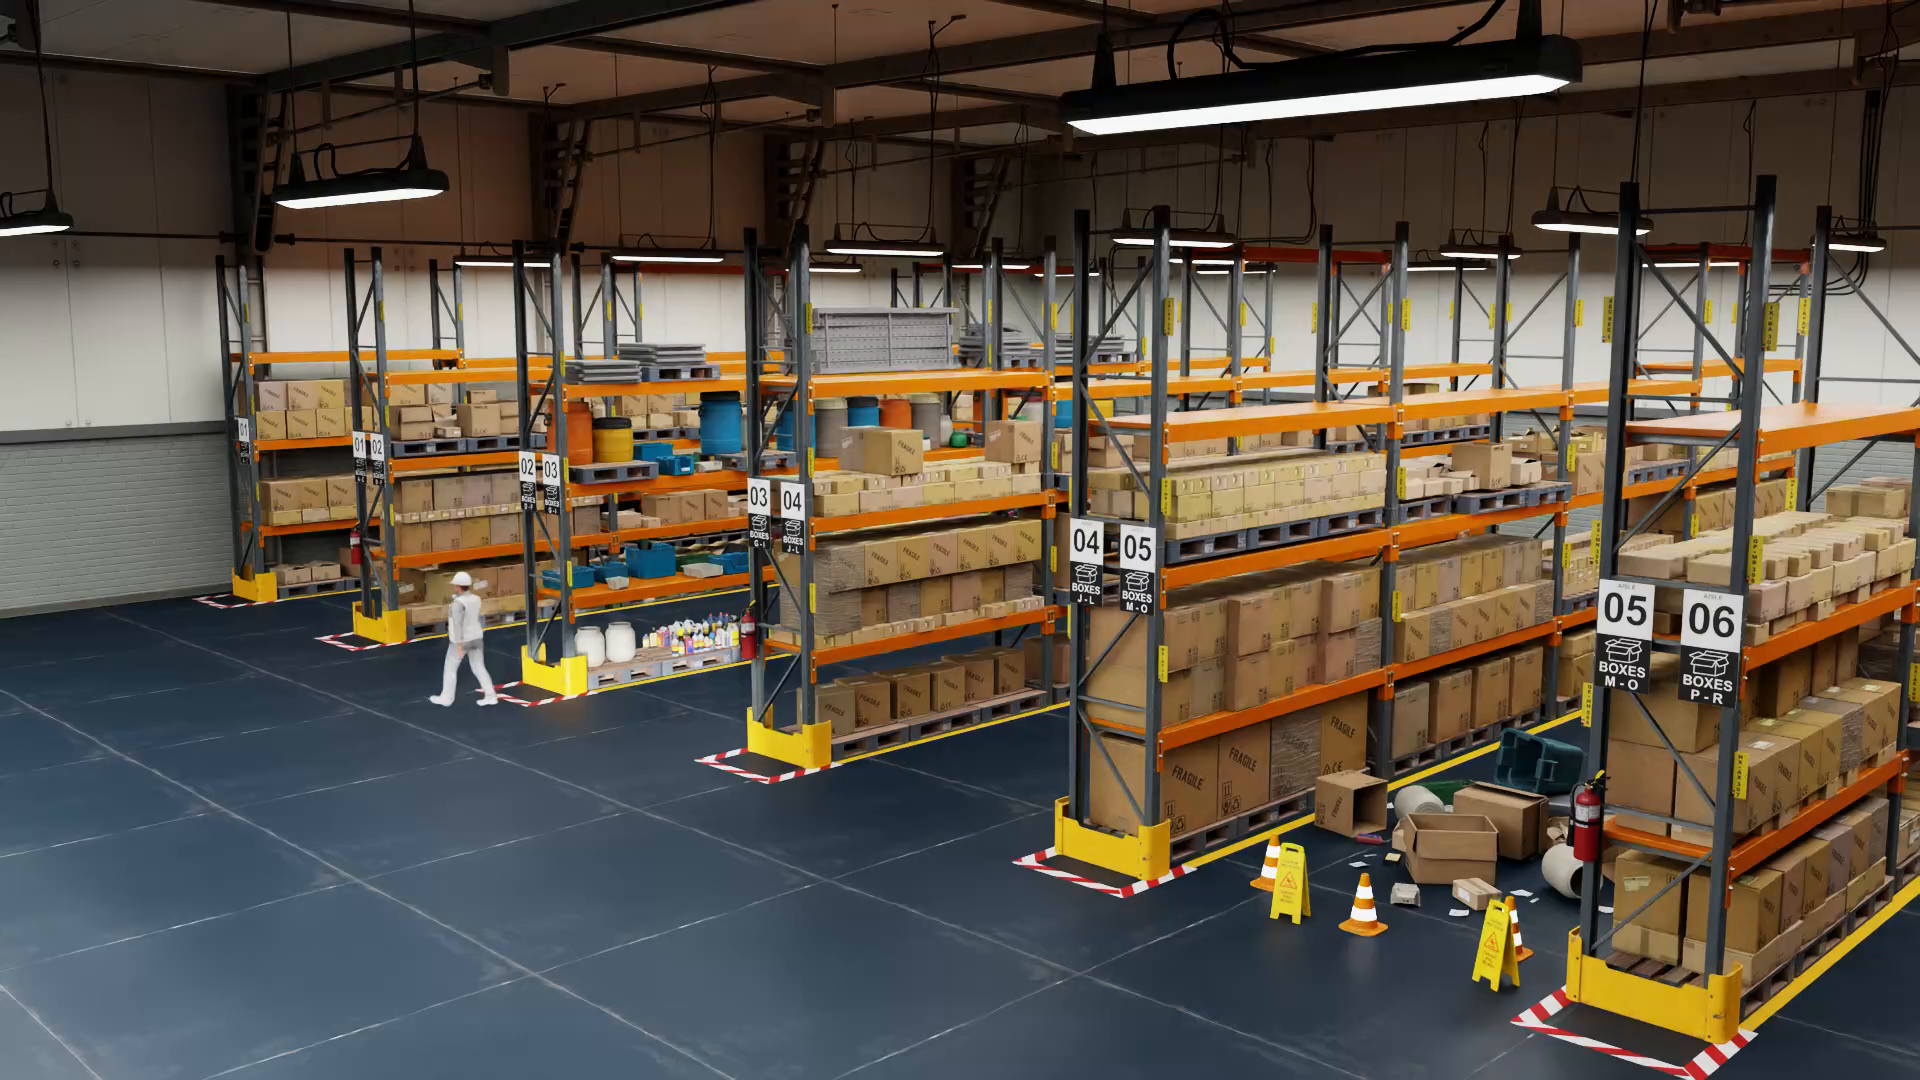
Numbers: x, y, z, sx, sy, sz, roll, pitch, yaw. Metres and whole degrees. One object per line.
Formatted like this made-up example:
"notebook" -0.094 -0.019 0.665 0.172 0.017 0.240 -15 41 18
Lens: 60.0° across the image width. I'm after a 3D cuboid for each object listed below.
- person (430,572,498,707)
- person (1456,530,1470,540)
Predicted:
"person" -6.378 1.283 21.428 0.870 1.756 0.541 5 9 31
"person" 7.996 0.631 26.107 0.523 1.674 0.971 7 11 41
